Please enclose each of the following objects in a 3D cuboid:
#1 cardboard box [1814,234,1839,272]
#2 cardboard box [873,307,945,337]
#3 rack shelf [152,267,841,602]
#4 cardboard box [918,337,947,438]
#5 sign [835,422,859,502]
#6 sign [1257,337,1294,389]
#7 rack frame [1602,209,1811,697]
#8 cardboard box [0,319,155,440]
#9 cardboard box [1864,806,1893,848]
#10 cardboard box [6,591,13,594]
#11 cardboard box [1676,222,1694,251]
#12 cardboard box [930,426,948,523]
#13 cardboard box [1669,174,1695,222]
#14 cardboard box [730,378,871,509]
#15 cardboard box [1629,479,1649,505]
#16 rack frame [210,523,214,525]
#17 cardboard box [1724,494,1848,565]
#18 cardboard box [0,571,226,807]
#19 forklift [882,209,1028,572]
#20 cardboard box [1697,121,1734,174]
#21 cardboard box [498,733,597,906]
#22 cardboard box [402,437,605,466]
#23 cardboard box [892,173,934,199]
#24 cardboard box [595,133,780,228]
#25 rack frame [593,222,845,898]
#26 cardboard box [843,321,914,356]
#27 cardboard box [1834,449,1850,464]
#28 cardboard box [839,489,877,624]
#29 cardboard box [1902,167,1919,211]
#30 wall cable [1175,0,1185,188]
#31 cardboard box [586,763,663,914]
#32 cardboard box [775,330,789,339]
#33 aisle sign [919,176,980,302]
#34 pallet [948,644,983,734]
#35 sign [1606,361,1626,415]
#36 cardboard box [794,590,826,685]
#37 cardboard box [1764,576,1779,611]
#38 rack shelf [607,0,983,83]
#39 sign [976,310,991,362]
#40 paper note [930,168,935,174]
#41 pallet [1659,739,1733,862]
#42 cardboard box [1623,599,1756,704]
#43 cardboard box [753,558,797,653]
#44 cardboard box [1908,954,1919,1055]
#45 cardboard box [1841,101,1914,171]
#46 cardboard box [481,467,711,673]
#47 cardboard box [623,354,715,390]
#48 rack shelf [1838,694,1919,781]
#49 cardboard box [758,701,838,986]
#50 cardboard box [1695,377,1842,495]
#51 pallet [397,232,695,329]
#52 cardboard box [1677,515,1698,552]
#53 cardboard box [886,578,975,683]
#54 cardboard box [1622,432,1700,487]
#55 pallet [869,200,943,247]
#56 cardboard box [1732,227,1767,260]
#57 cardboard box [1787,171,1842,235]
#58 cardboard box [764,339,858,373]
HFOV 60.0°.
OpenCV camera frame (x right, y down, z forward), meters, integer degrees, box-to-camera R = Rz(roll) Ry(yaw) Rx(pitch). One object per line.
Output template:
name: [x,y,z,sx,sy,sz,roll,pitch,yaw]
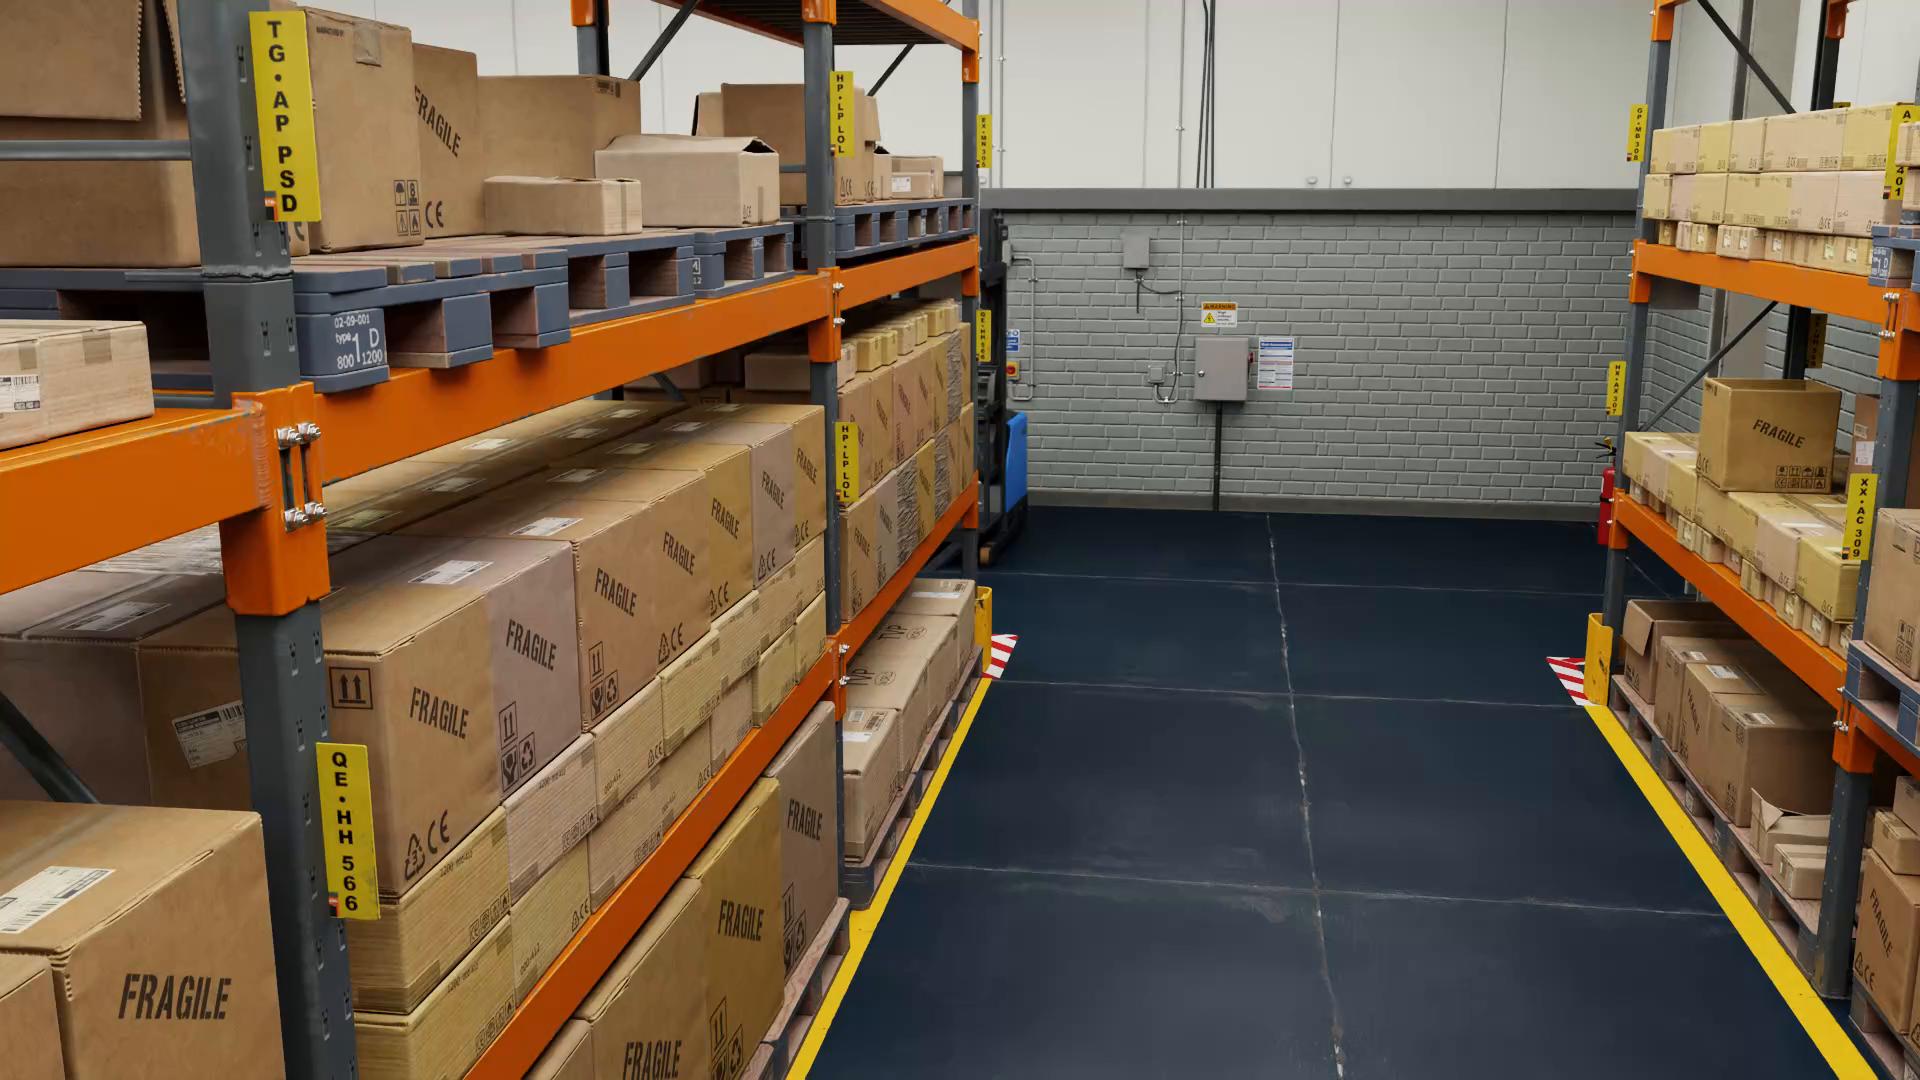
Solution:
cardboard box: [3.757,-1.181,6.829,0.380,0.149,0.250,2,12,11]
cardboard box: [-0.296,-1.252,9.531,0.380,0.149,0.250,2,12,10]
rack shelf: [-1.310,-0.505,4.804,1.077,0.370,4.000,2,12,9]
cardboard box: [-0.356,-0.856,9.236,0.500,0.500,0.500,2,12,8]
sign: [-0.464,-0.318,6.790,0.100,0.325,0.005,2,12,9]
sign: [3.030,-1.696,15.969,0.329,0.494,0.001,2,12,9]
rack frame: [4.518,-0.479,10.097,1.000,3.000,0.127,2,12,9]
cardboard box: [-1.458,-0.245,2.487,0.380,0.149,0.250,2,12,9]
cardboard box: [4.305,1.322,7.511,0.380,0.149,0.250,2,12,8]
cardboard box: [-5.755,0.381,10.464,0.380,0.149,0.250,1,12,6]
cardboard box: [4.029,-1.607,8.807,0.380,0.149,0.250,2,12,10]
cardboard box: [-0.361,-0.368,9.342,0.500,0.500,0.500,2,12,10]
cardboard box: [4.122,-1.828,8.884,0.500,0.250,0.500,2,12,10]
cardboard box: [-0.690,-0.435,7.283,0.500,0.500,0.500,2,12,9]
cardboard box: [4.197,-0.297,9.847,0.380,0.149,0.250,2,12,8]
rack frame: [-5.294,-0.779,11.486,1.000,3.000,0.127,2,12,9]
cardboard box: [3.893,-0.041,7.712,0.500,0.250,0.500,2,12,8]
cardboard box: [-1.796,0.372,3.535,0.500,0.500,0.500,2,12,7]
forklift: [-0.199,-1.299,14.062,1.130,2.935,3.031,3,12,13]
cardboard box: [4.041,-1.967,8.346,0.500,0.250,0.500,2,12,8]
cardboard box: [-1.215,0.650,4.027,0.500,0.250,0.500,2,12,10]
cardboard box: [-1.484,-0.051,5.498,0.500,0.500,0.500,2,12,7]
cardboard box: [-0.353,-2.050,9.630,0.380,0.149,0.250,1,12,4]
cardboard box: [-0.930,-1.244,5.742,0.500,0.311,0.500,2,12,9]
rack frame: [-1.002,0.193,6.976,1.000,3.000,0.127,2,12,9]
cardboard box: [-0.444,-1.035,8.526,0.380,0.149,0.250,2,12,9]
cardboard box: [4.629,-0.340,9.099,0.500,0.250,0.500,2,12,9]
cardboard box: [-0.671,0.055,7.379,0.500,0.500,0.500,2,12,11]
cardboard box: [3.464,-1.195,5.660,0.380,0.149,0.250,2,12,10]
wall cable: [0.952,-4.740,15.629,2.355,3.000,0.029,2,12,9]
cardboard box: [-1.146,0.789,4.567,0.500,0.250,0.500,2,12,11]
cardboard box: [-1.049,-0.945,8.109,0.380,0.149,0.250,2,12,8]
aisle sign: [-0.070,-1.915,10.589,0.394,0.787,0.004,2,12,9]
pallet: [-0.433,0.893,10.349,1.003,0.211,1.213,2,12,9]
sign: [3.982,-0.920,10.087,0.100,0.325,0.005,2,12,9]
cardboard box: [-0.822,0.368,6.520,0.500,0.250,0.500,2,12,7]
cardboard box: [3.804,0.238,7.364,0.380,0.149,0.250,2,12,10]
rack shelf: [-0.695,-2.608,8.394,1.077,0.370,4.000,2,12,9]
sign: [0.147,-1.301,10.598,0.100,0.325,0.005,2,12,9]
paper note: [-0.135,-1.857,8.362,0.006,0.032,0.123,2,12,9]
pallet: [4.195,1.319,8.372,1.003,0.211,1.213,2,12,9]
cardboard box: [4.331,0.660,9.739,0.797,0.503,0.637,1,12,6]
cardboard box: [-0.899,0.226,5.993,0.500,0.250,0.500,2,12,10]
cardboard box: [3.534,1.575,5.503,0.500,0.500,0.500,2,12,8]
cardboard box: [3.743,-1.542,6.373,0.500,0.250,0.500,2,12,9]
cardboard box: [-1.057,0.078,4.901,0.500,0.500,0.500,2,12,10]
cardboard box: [-1.269,-0.736,7.137,0.380,0.149,0.250,2,12,7]
rack shelf: [3.595,1.121,4.377,1.077,0.370,4.000,2,12,9]
cardboard box: [-1.018,1.158,6.544,0.875,0.875,0.875,2,12,10]
cardboard box: [3.952,-0.520,8.156,0.500,0.500,0.500,2,12,10]
pallet: [-1.402,-0.717,4.526,1.003,0.211,1.213,2,12,11]
cardboard box: [3.949,-0.030,8.610,0.380,0.149,0.250,2,12,7]
cardboard box: [-0.390,0.549,10.413,0.875,0.438,0.875,1,12,7]
cardboard box: [4.182,-0.466,9.684,0.500,0.250,0.500,2,12,9]
pallet: [-0.676,-1.653,8.633,1.003,0.211,1.213,2,12,9]
cardboard box: [3.874,-1.396,7.827,0.380,0.149,0.250,2,12,10]
cardboard box: [3.799,-1.402,6.909,0.500,0.250,0.500,1,12,7]
cardboard box: [-0.676,-0.827,7.561,0.380,0.149,0.250,2,12,8]
